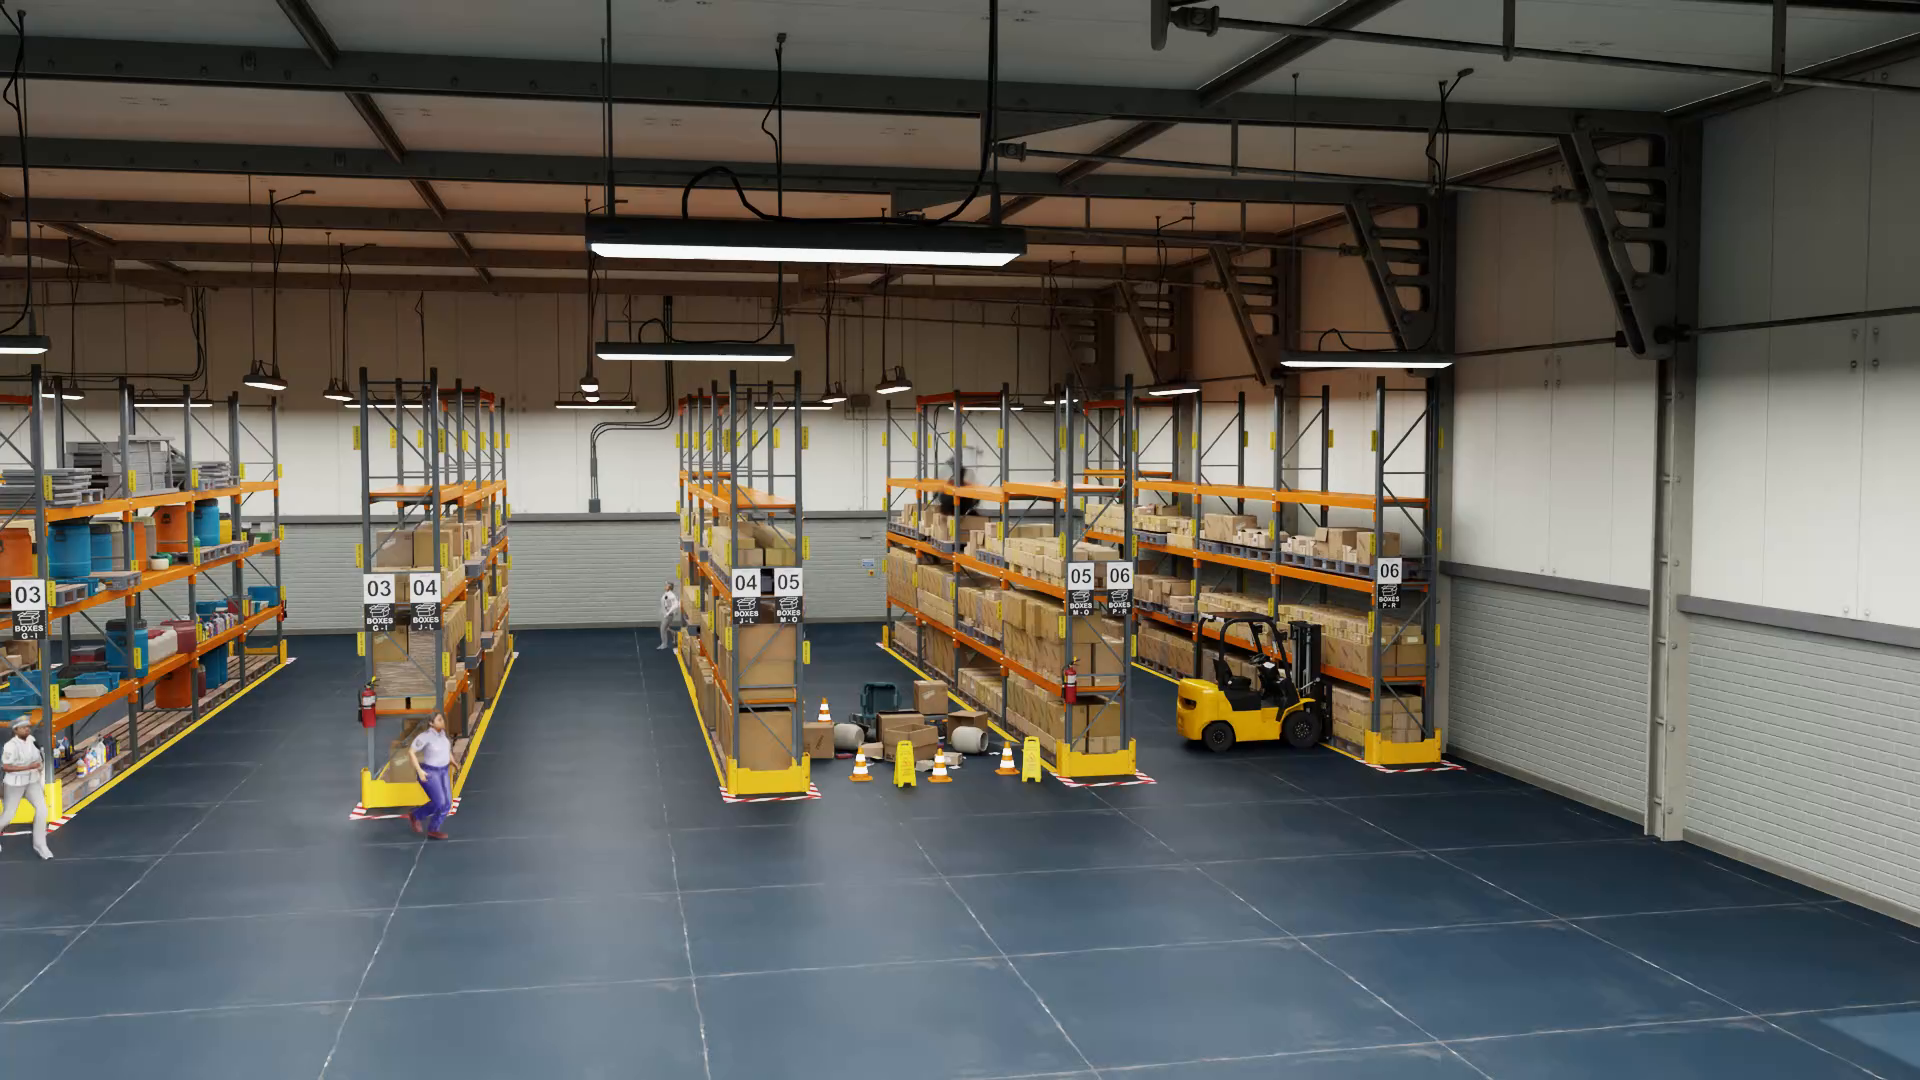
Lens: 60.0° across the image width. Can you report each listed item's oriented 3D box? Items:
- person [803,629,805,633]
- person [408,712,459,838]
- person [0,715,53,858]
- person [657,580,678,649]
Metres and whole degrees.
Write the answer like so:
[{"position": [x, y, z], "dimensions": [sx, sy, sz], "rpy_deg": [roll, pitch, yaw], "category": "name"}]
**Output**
[{"position": [-4.101, 1.789, 41.057], "dimensions": [0.572, 1.569, 0.528], "rpy_deg": [-1, 3, -14], "category": "person"}, {"position": [-6.627, 2.963, 20.933], "dimensions": [0.577, 1.614, 0.638], "rpy_deg": [1, 4, 19], "category": "person"}, {"position": [-11.346, 2.965, 20.059], "dimensions": [0.894, 1.744, 0.589], "rpy_deg": [1, 4, 23], "category": "person"}, {"position": [-6.980, 1.803, 40.159], "dimensions": [0.613, 1.681, 0.659], "rpy_deg": [-2, 4, -36], "category": "person"}]
